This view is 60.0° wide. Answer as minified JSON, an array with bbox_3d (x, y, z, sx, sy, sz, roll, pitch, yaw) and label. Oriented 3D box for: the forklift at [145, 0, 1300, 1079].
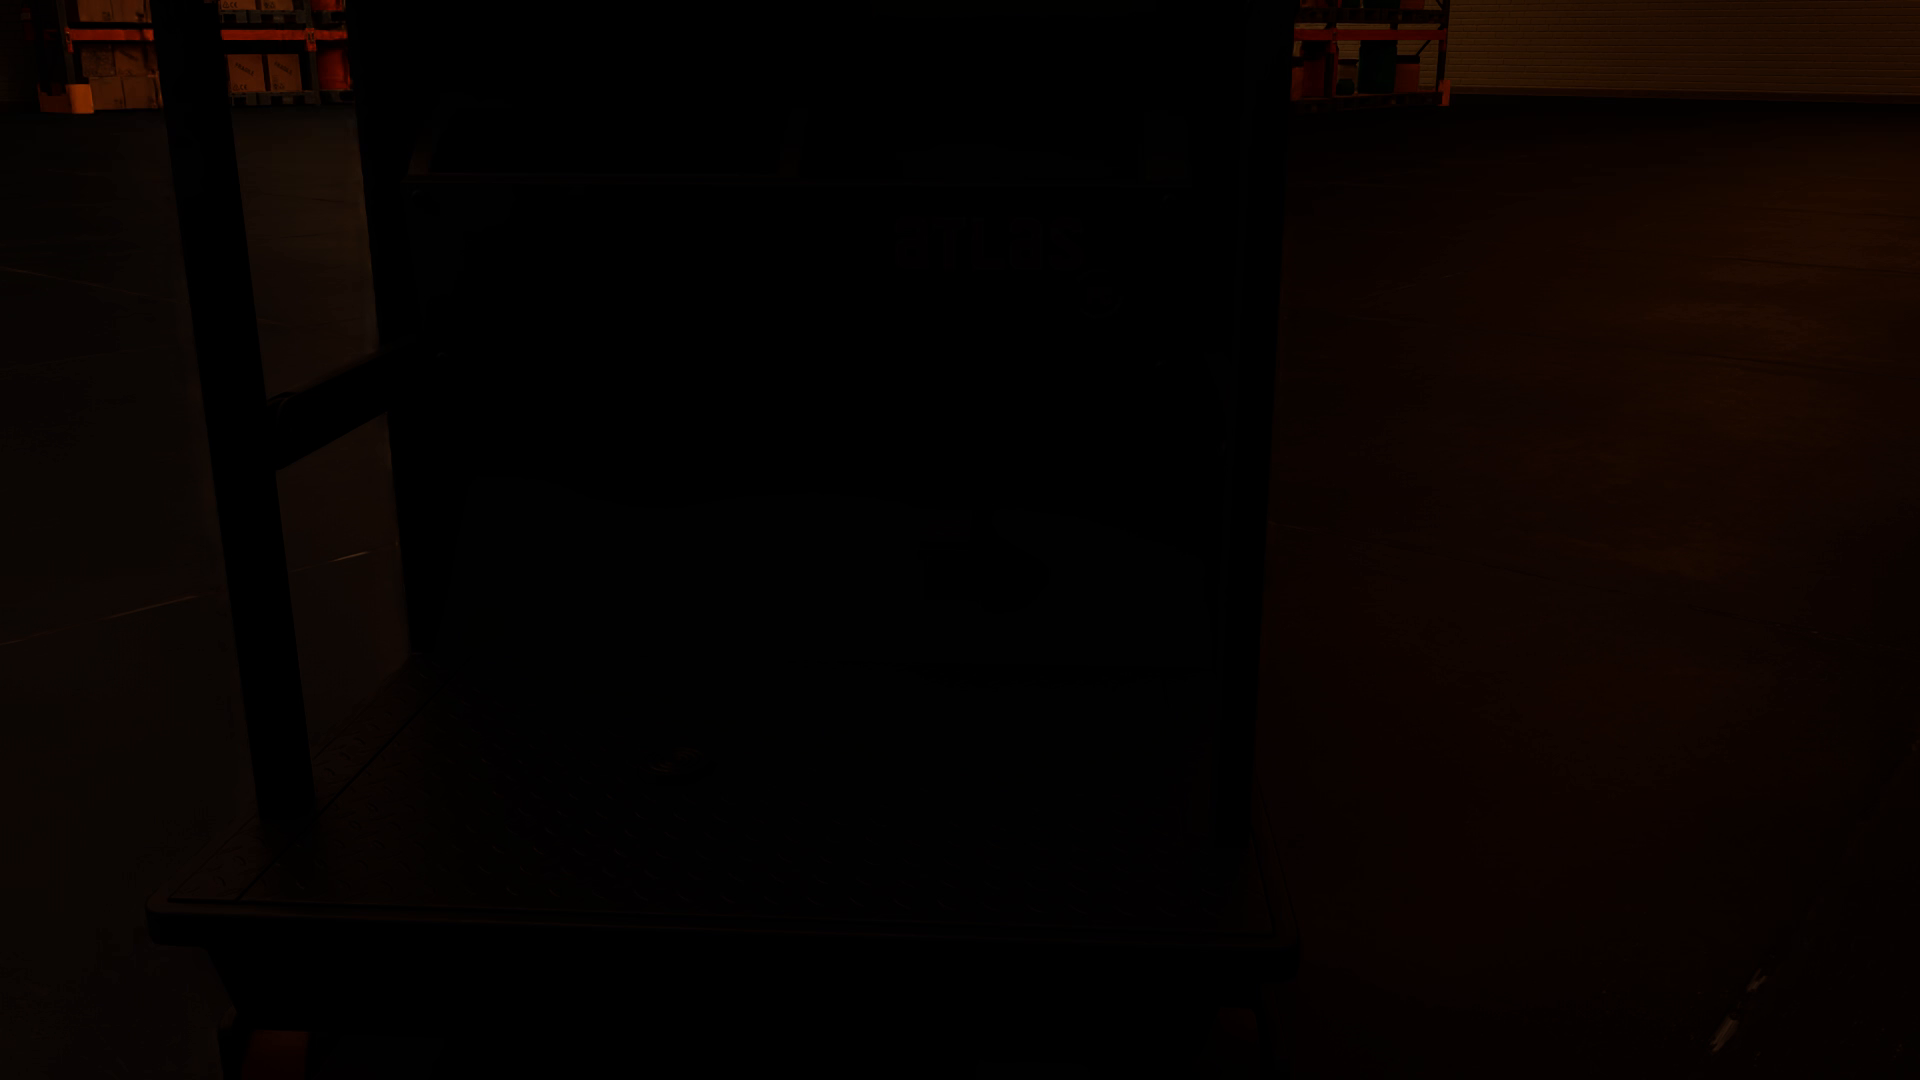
[{"bbox_3d":[-0.203,-0.840,1.663,1.130,2.935,3.031,1,17,3],"label":"forklift"}]
